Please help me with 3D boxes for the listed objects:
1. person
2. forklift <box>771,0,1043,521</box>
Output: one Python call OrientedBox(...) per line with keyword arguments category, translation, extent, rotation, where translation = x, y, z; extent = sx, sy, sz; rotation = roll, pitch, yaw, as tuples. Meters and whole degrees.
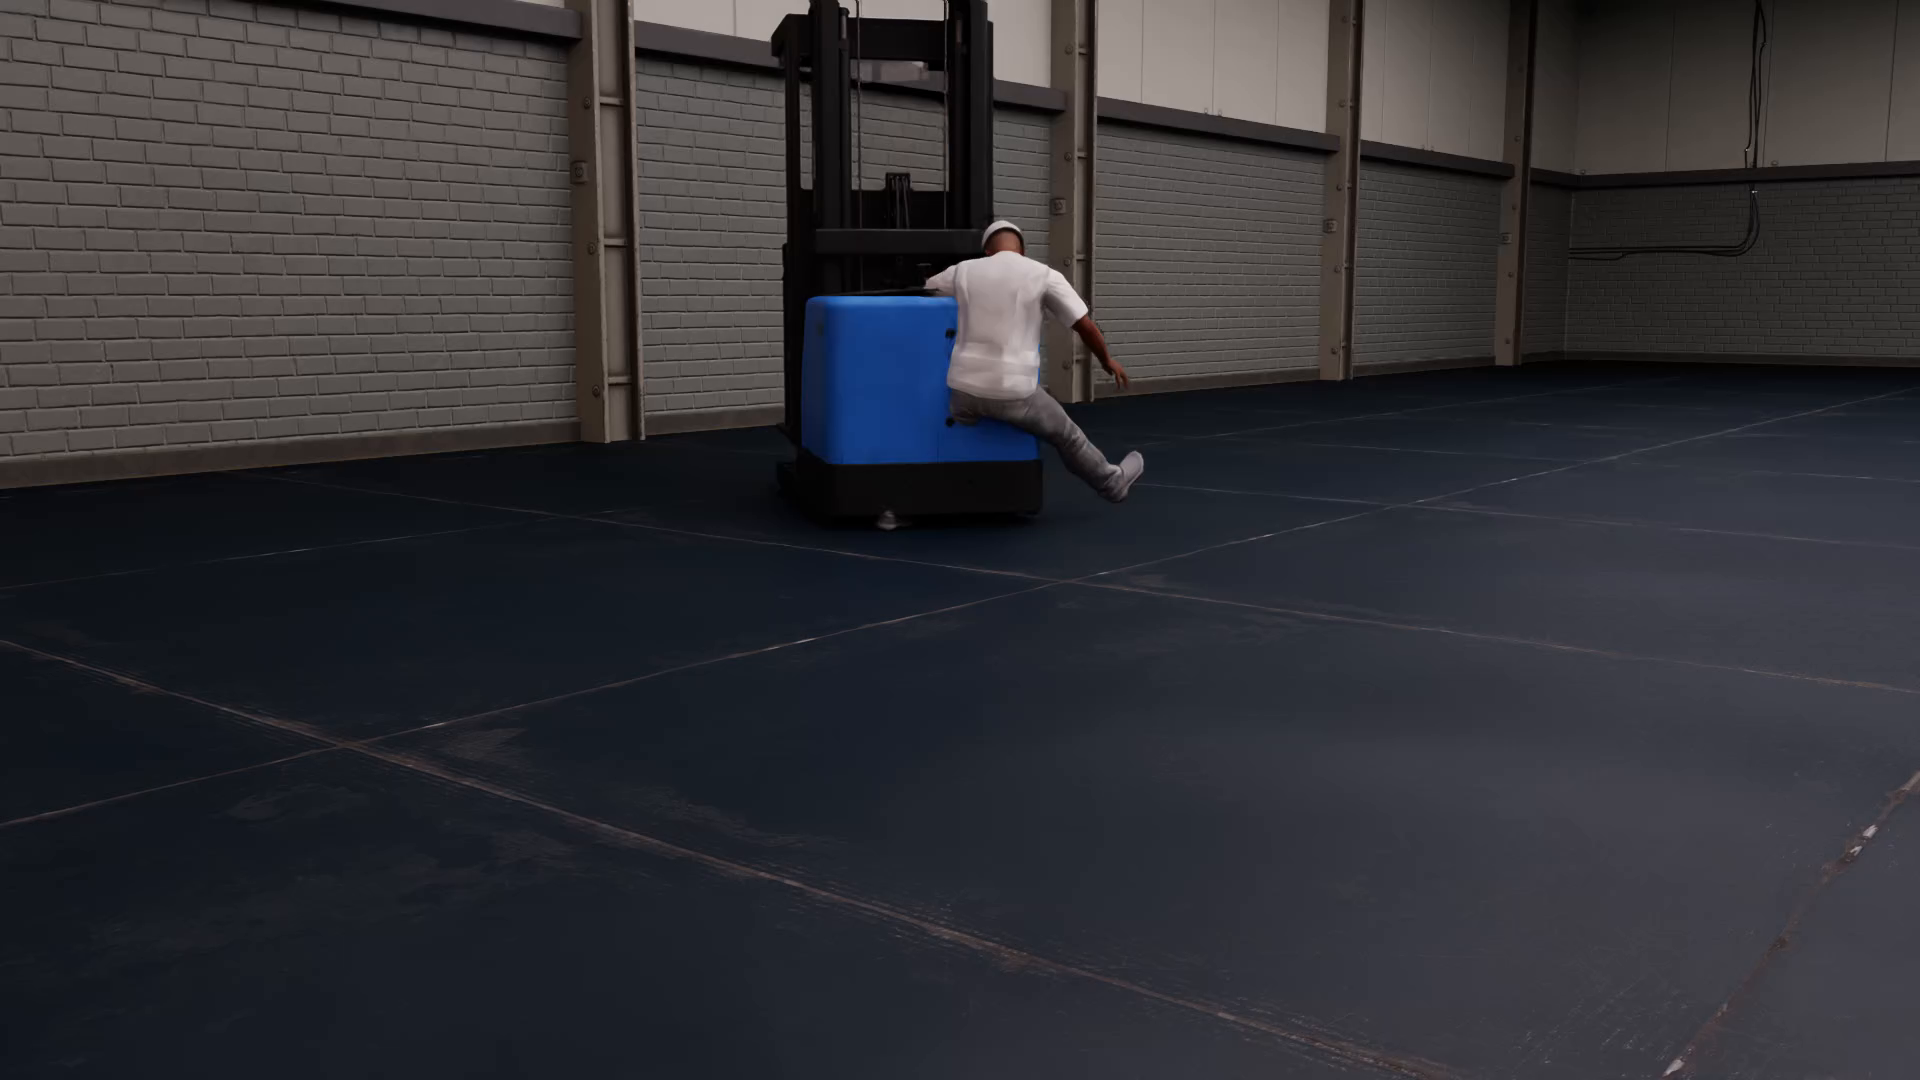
OrientedBox(category="person", translation=(0.255, -0.791, 7.920), extent=(1.023, 1.442, 1.116), rotation=(4, 9, 24))
OrientedBox(category="forklift", translation=(-0.419, -1.714, 8.996), extent=(1.130, 2.935, 3.031), rotation=(-2, 9, -12))
